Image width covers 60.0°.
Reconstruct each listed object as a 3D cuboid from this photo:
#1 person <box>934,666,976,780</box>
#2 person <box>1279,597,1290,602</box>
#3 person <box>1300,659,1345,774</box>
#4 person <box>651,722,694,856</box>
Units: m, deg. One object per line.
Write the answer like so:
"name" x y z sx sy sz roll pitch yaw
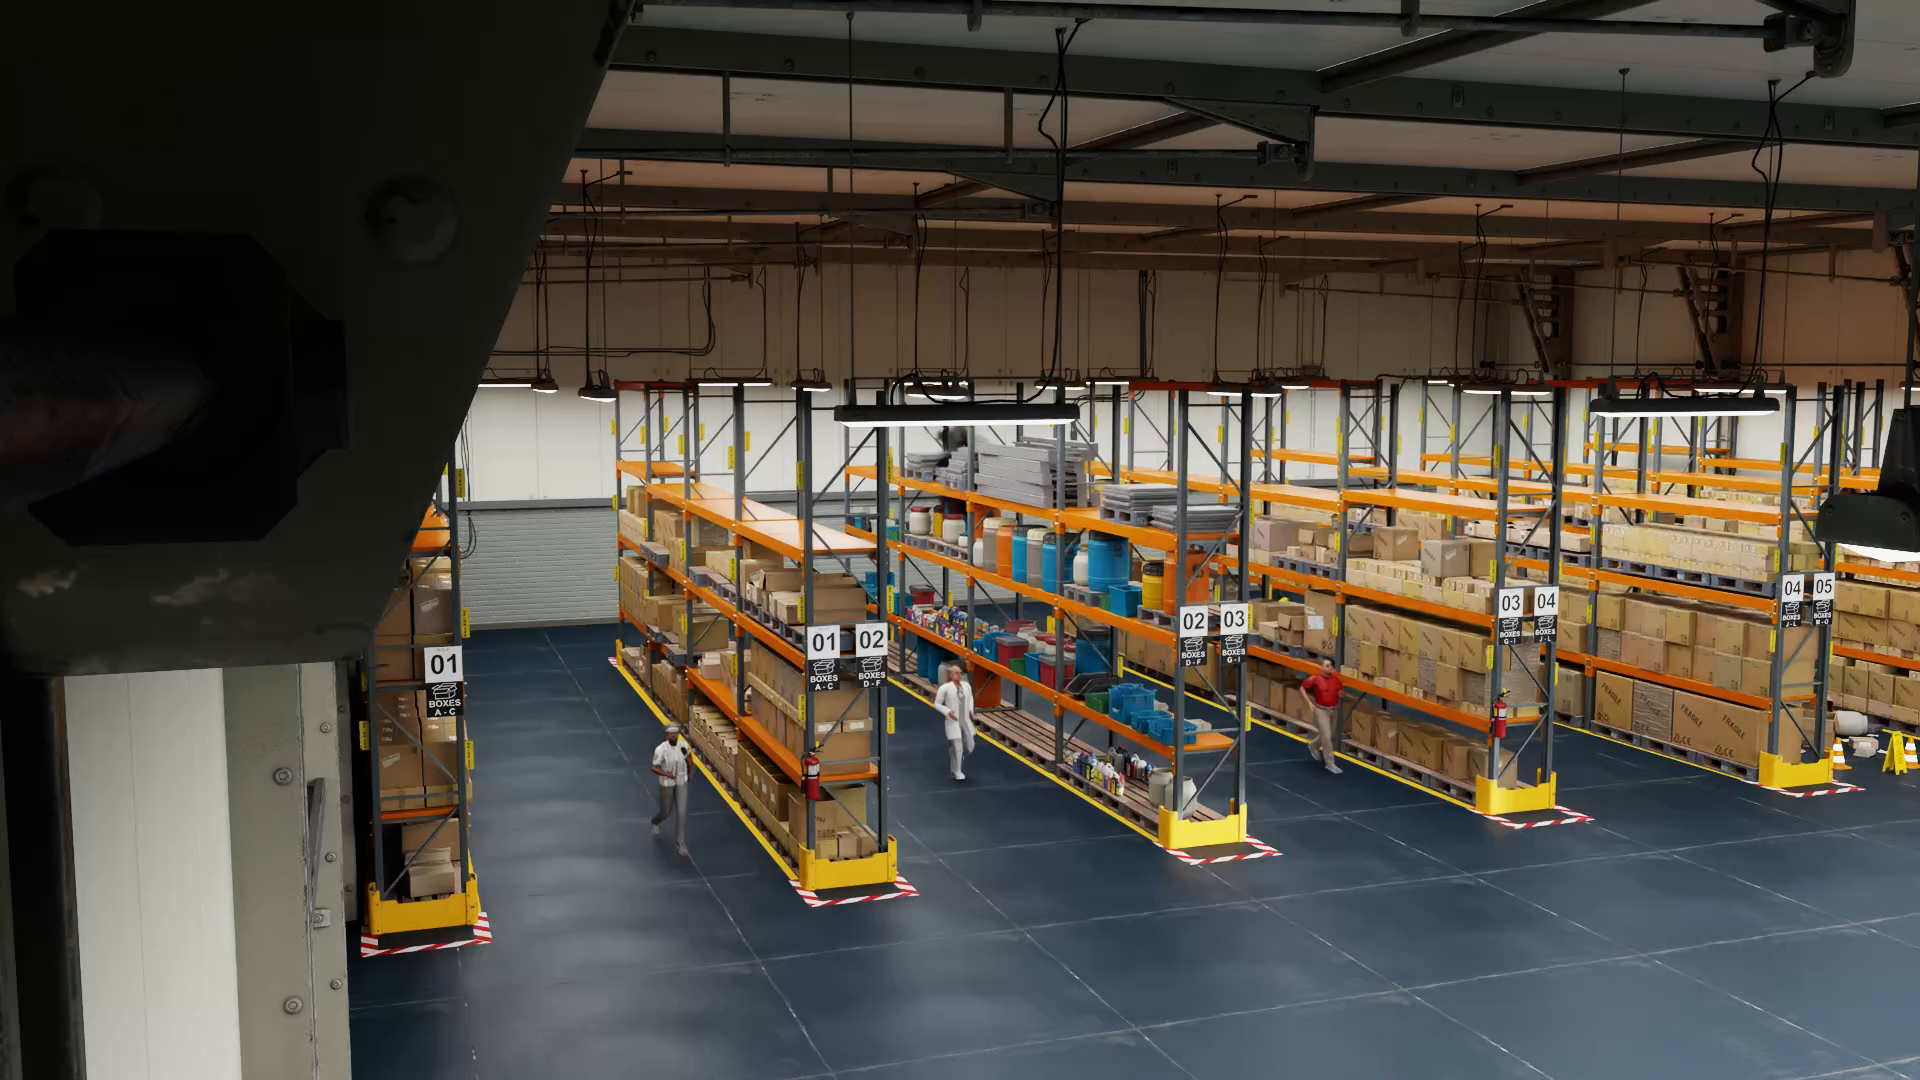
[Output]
"person" -0.044 2.784 25.405 0.706 1.725 0.663 -3 7 -29
"person" 6.459 1.986 33.010 0.688 1.713 0.630 -3 7 -23
"person" 5.713 2.706 25.997 0.662 1.716 0.989 -3 7 -26
"person" -3.776 3.197 21.767 0.557 1.710 0.918 -3 7 -25
